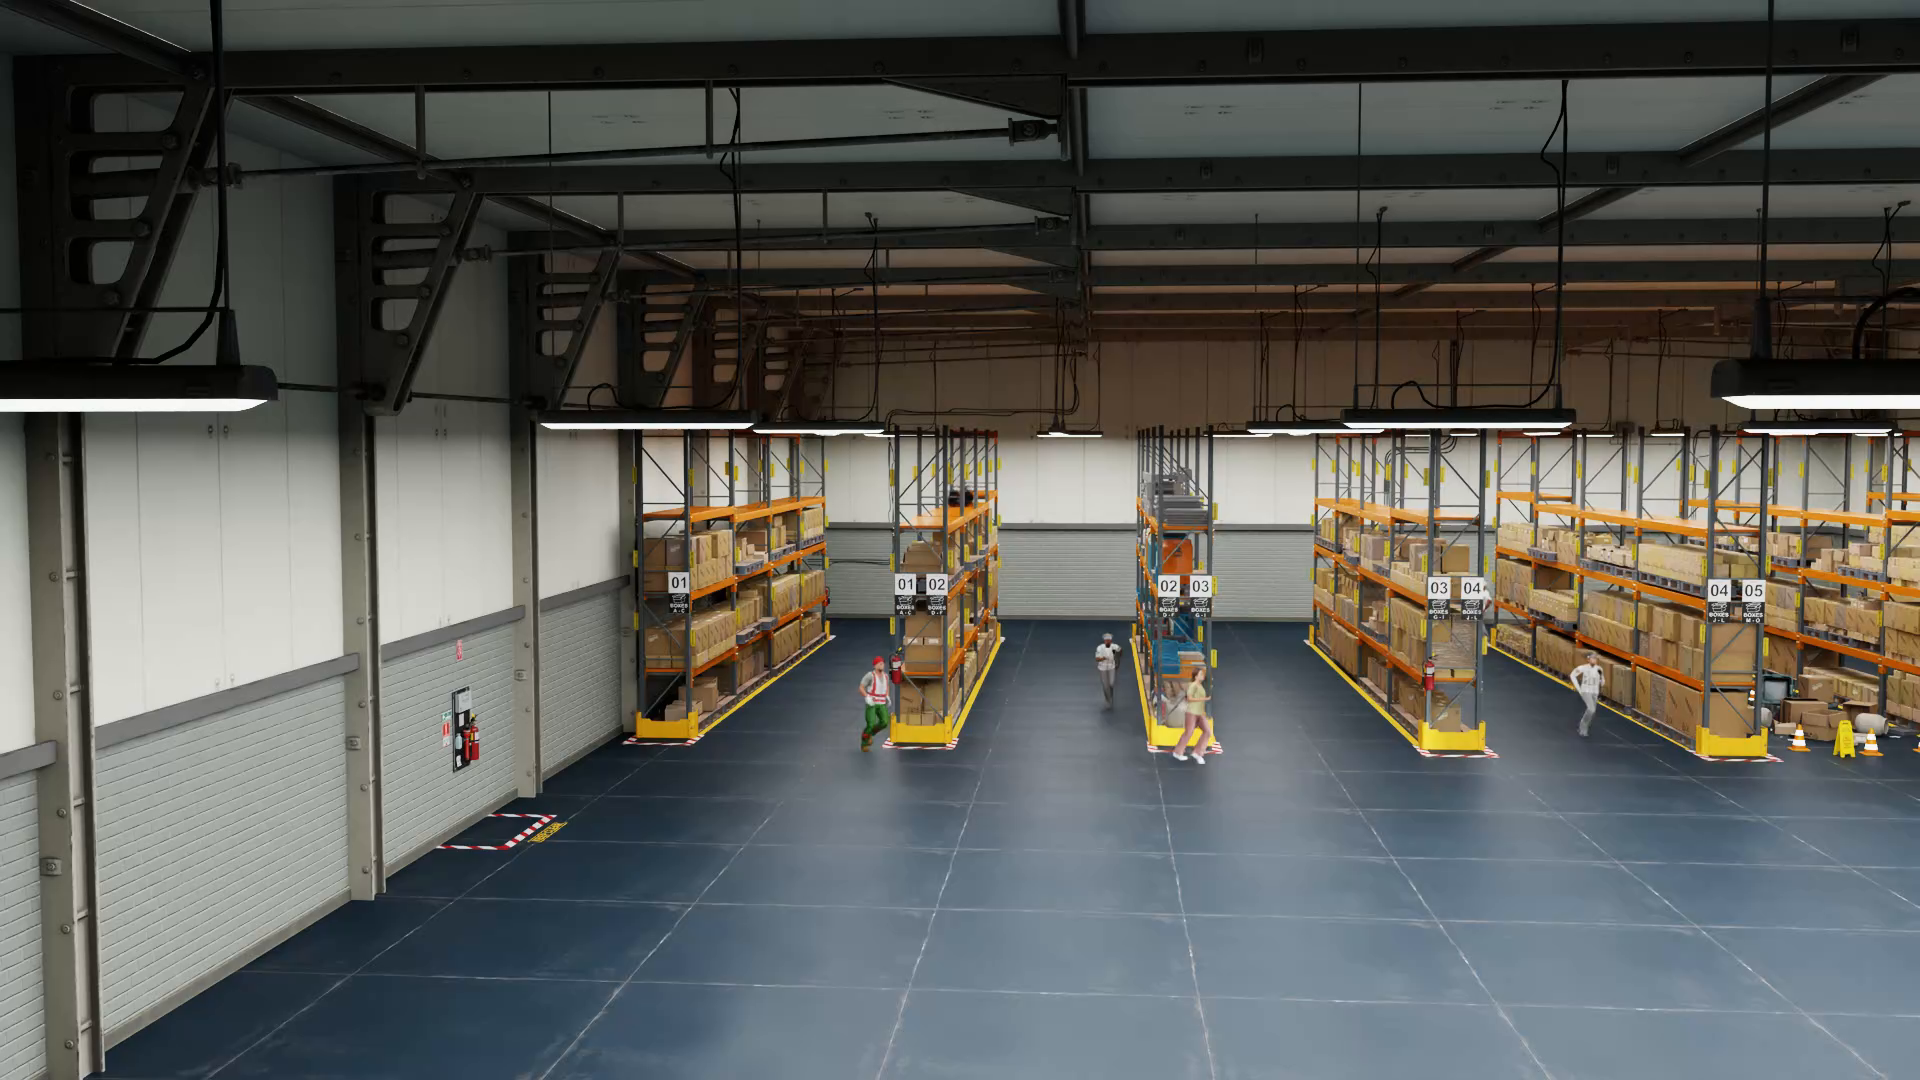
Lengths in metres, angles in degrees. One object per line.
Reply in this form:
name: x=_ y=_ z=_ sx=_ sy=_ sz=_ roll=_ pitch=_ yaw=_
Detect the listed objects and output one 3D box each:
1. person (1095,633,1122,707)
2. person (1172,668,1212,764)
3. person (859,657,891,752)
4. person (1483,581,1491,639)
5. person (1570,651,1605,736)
person: x=3.169 y=2.775 z=35.416 sx=0.562 sy=1.623 sz=0.790 roll=0 pitch=3 yaw=7
person: x=4.167 y=3.121 z=29.546 sx=0.705 sy=1.704 sz=0.580 roll=2 pitch=4 yaw=35
person: x=-1.528 y=3.019 z=30.688 sx=0.714 sy=1.723 sz=0.500 roll=-2 pitch=4 yaw=-36
person: x=14.800 y=2.032 z=47.442 sx=0.638 sy=1.758 sz=0.755 roll=1 pitch=4 yaw=17
person: x=12.133 y=2.953 z=32.017 sx=0.606 sy=1.652 sz=0.660 roll=-1 pitch=4 yaw=-12
